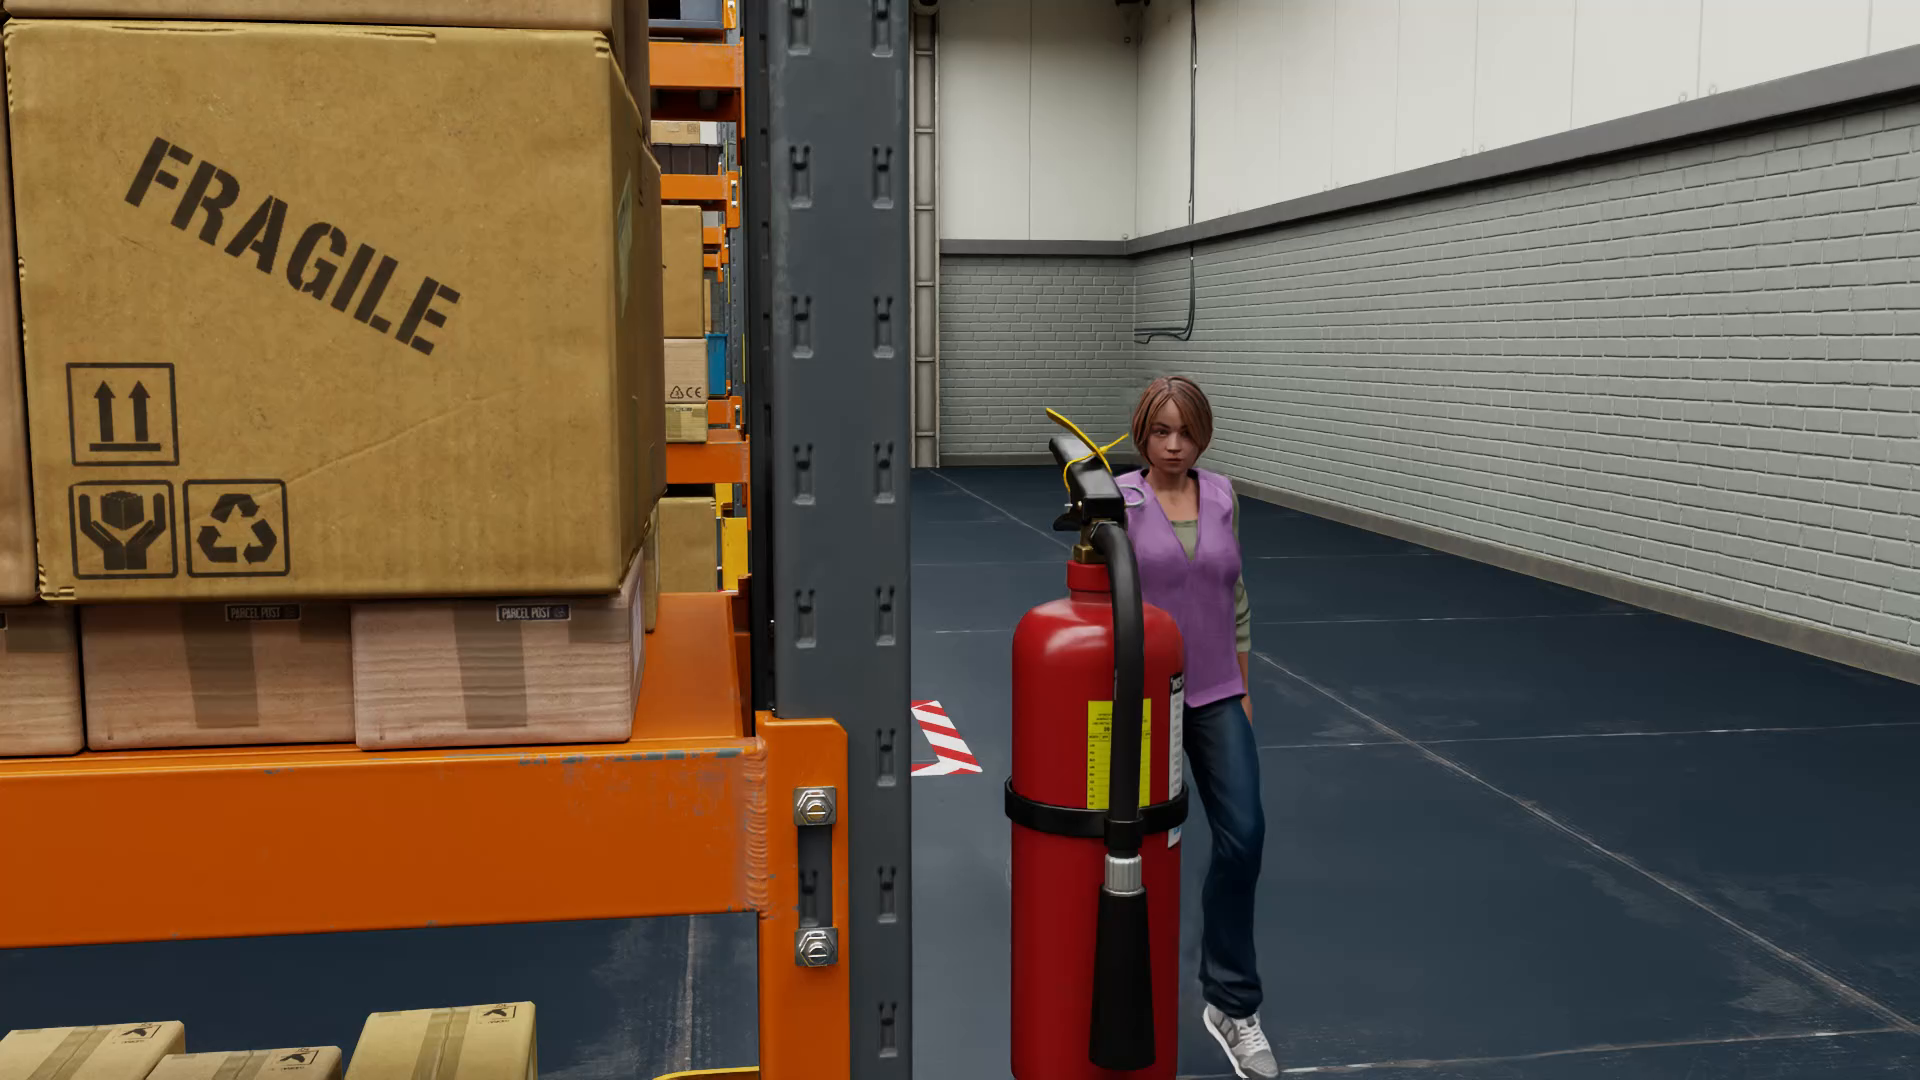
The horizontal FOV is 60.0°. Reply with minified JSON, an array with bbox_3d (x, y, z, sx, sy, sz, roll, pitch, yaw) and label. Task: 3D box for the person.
[{"bbox_3d":[0.513,0.424,3.976,0.467,1.630,0.614,-1,7,-8],"label":"person"}]
